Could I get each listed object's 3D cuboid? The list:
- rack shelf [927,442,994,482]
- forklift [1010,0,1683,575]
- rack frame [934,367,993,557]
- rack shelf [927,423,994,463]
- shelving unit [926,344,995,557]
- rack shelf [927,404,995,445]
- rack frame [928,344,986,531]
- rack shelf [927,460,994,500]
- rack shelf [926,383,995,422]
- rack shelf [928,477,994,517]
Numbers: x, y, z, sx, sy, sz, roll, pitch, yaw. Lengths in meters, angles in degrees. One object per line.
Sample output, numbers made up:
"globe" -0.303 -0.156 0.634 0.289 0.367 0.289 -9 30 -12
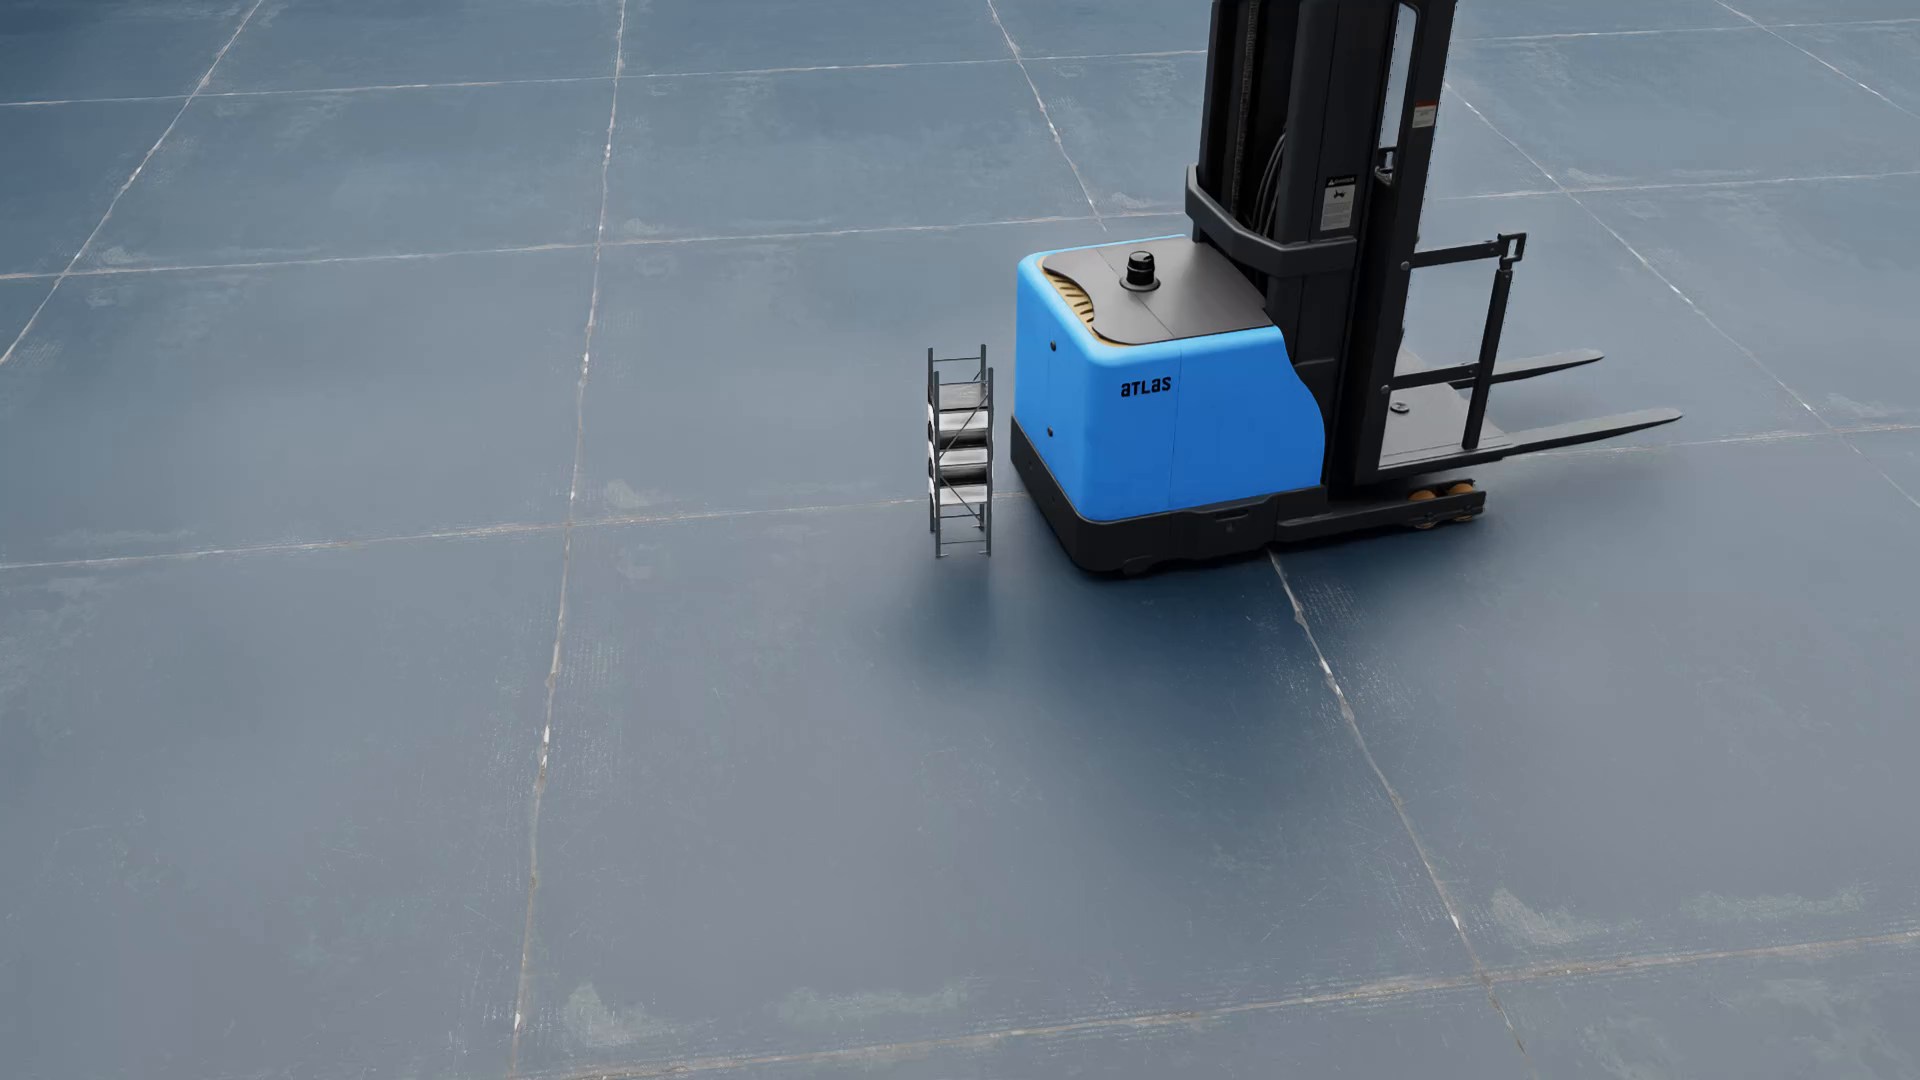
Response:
"rack shelf" 0.001 -0.340 7.009 0.258 0.077 0.200 -4 35 -6
"forklift" 1.808 -1.536 6.901 3.031 2.935 1.130 -10 35 -14
"rack frame" 0.015 -0.311 6.907 0.240 0.900 0.006 -4 35 -6
"rack shelf" 0.001 -0.414 6.958 0.258 0.077 0.200 -4 35 -6
"shelving unit" 0.001 -0.367 6.990 0.258 0.900 0.210 -4 35 -6
"rack shelf" 0.001 -0.489 6.907 0.258 0.077 0.200 -4 35 -6
"rack frame" -0.013 -0.424 7.073 0.240 0.900 0.006 -4 35 -6
"rack shelf" 0.001 -0.265 7.059 0.258 0.077 0.200 -4 35 -6
"rack shelf" 0.001 -0.563 6.857 0.258 0.077 0.200 -4 35 -6
"rack shelf" 0.001 -0.191 7.110 0.258 0.077 0.200 -4 35 -6
